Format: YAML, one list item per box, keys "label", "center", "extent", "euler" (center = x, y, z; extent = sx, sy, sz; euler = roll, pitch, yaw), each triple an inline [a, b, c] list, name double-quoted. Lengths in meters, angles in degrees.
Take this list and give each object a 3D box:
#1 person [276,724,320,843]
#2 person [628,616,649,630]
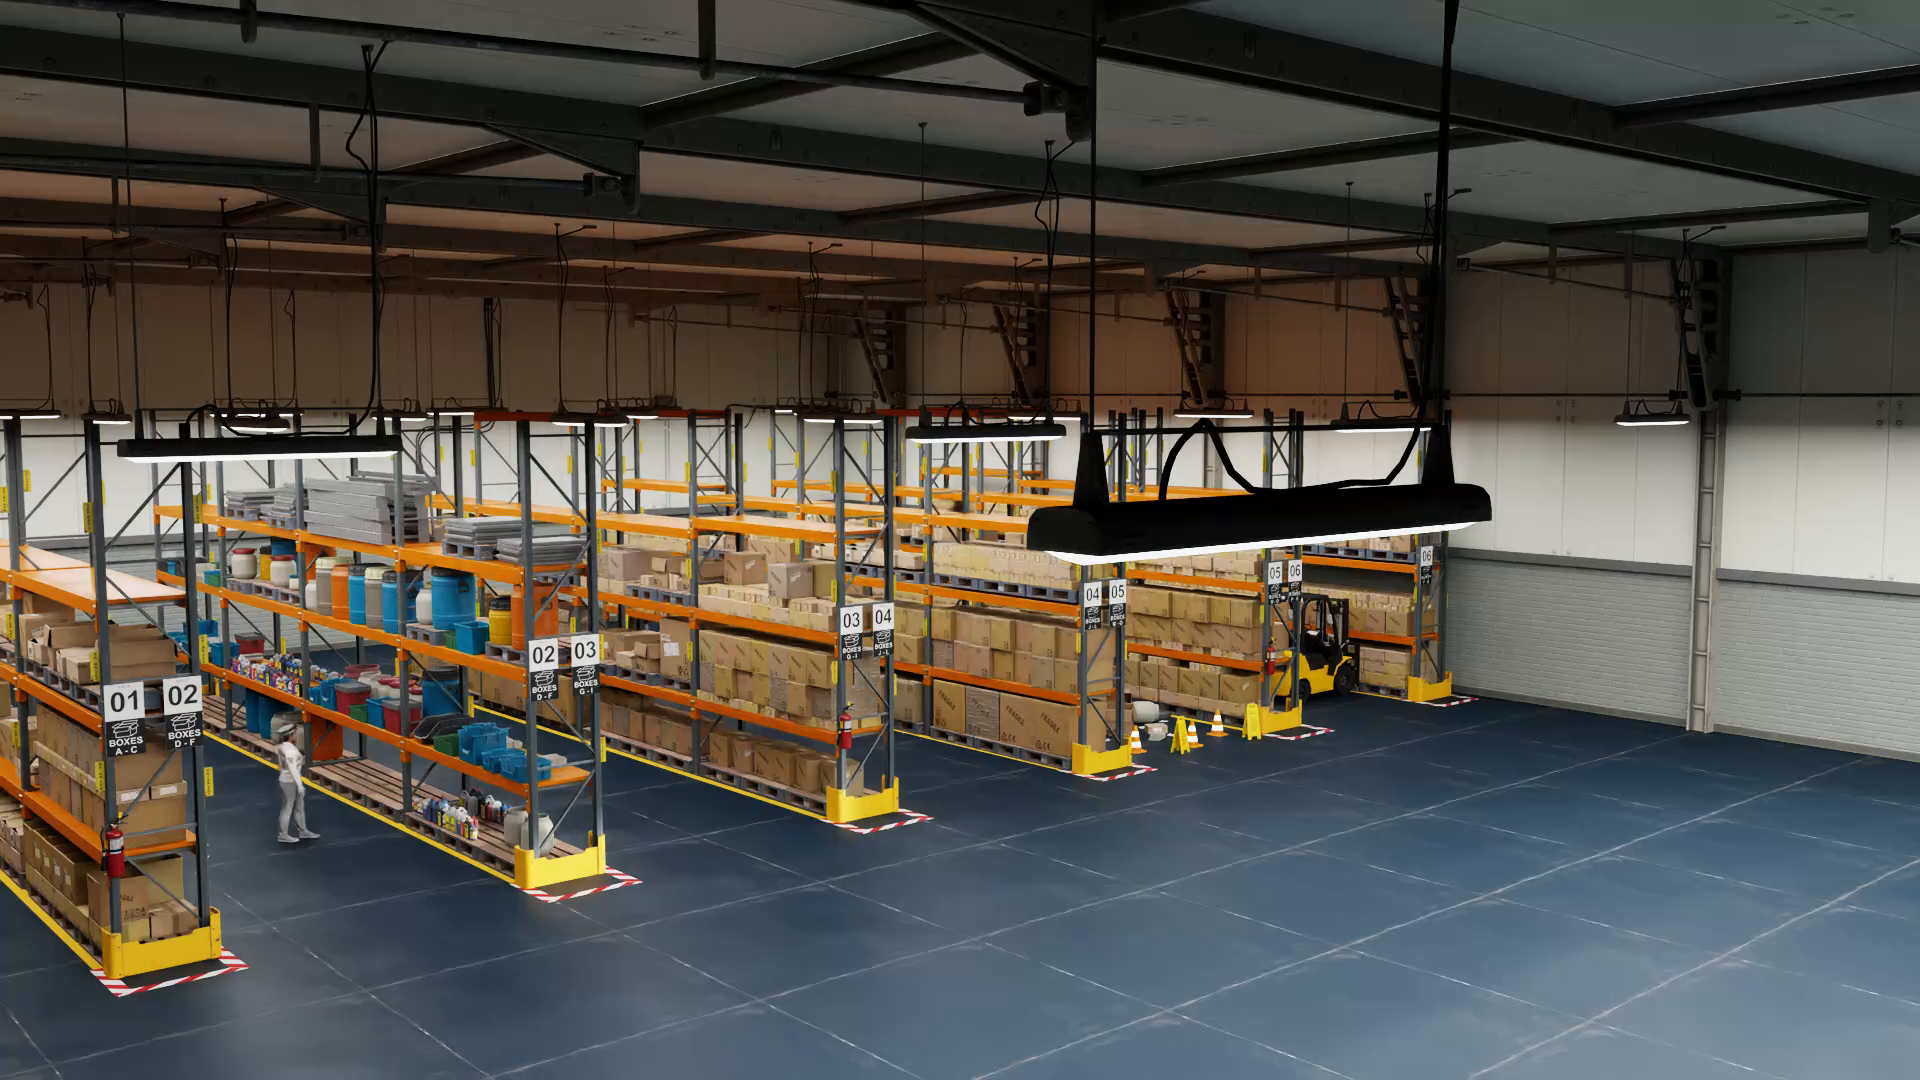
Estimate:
- label: "person"
  center: [-9.385, 3.442, 23.503]
  extent: [0.539, 1.689, 0.494]
  euler: [-1, 5, -13]
- label: "person"
  center: [-8.582, 1.580, 43.993]
  extent: [0.588, 1.742, 0.848]
  euler: [1, 5, 12]
